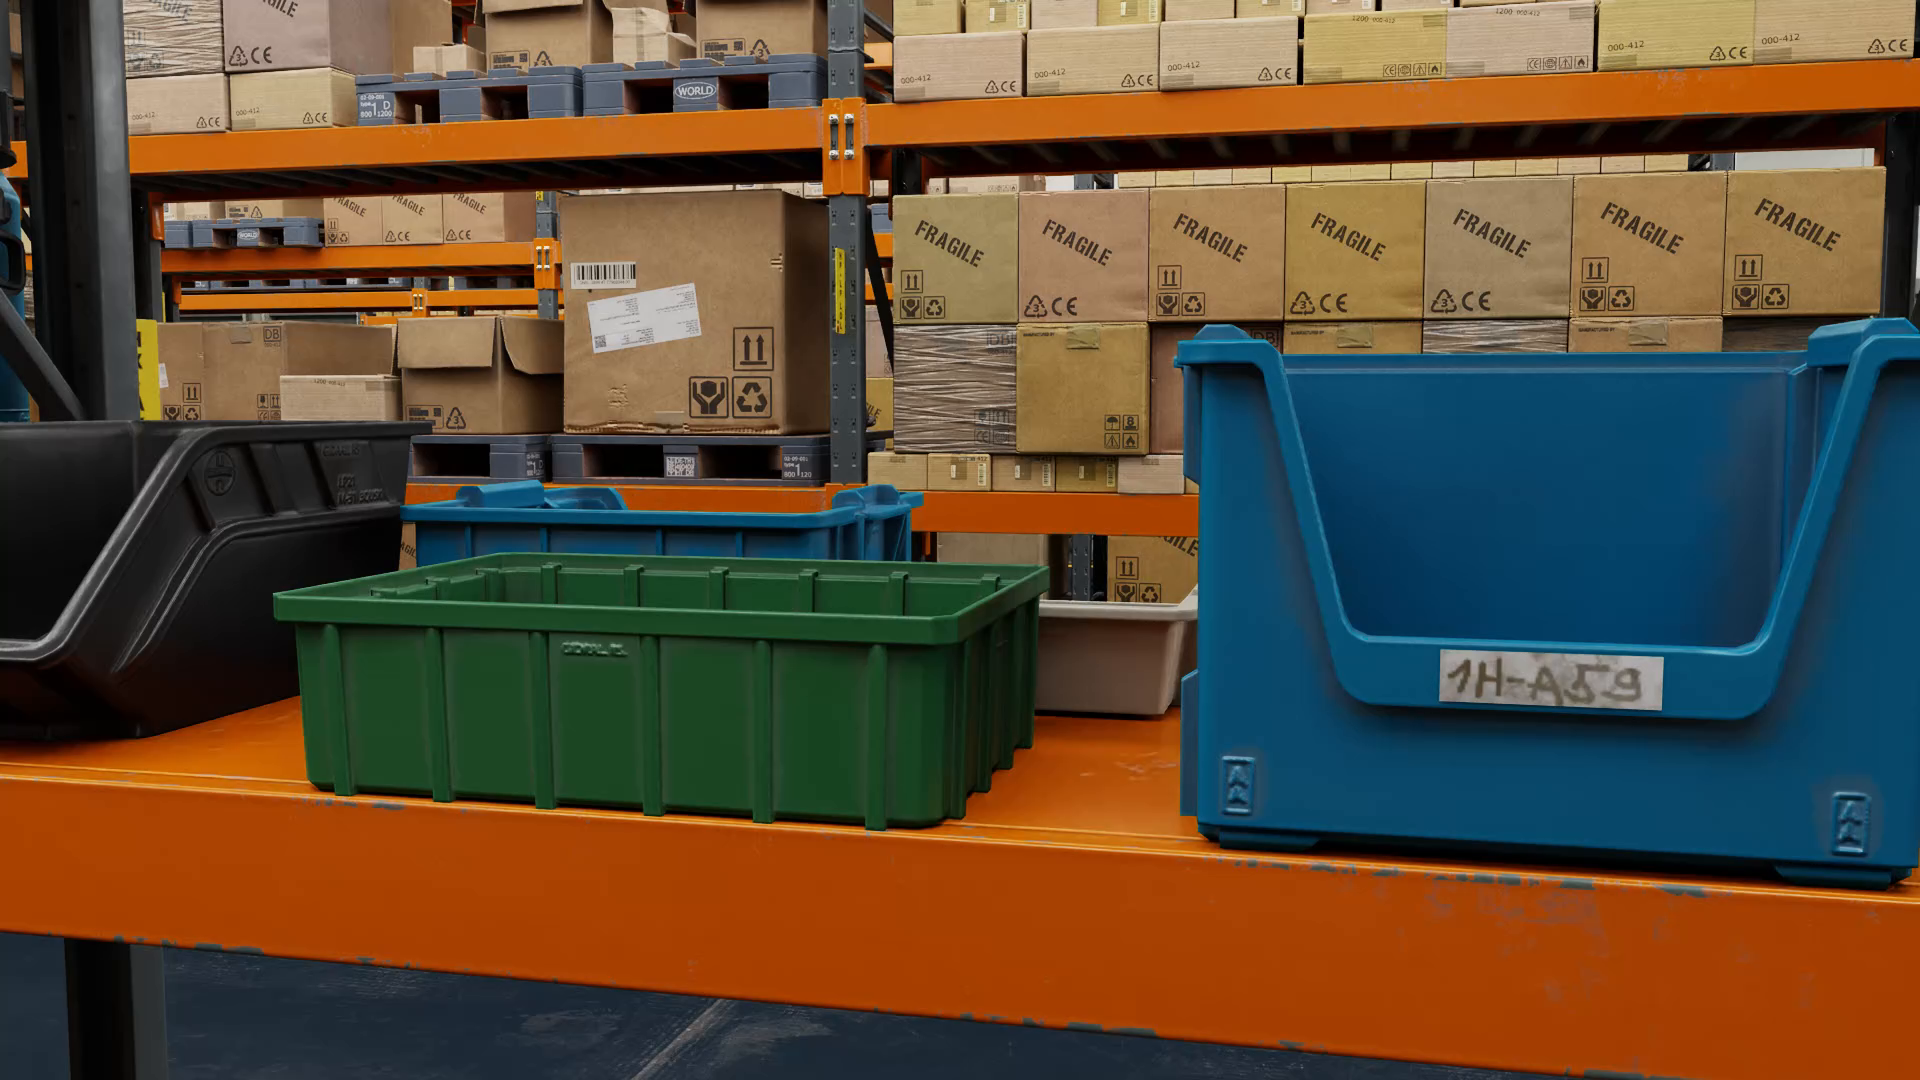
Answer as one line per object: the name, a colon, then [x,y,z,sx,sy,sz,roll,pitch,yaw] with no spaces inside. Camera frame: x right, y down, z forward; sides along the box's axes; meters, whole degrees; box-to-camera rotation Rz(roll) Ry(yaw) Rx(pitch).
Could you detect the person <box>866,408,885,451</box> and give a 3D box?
person: [-0.576,-0.025,10.205,0.370,1.637,0.564,1,5,10]
